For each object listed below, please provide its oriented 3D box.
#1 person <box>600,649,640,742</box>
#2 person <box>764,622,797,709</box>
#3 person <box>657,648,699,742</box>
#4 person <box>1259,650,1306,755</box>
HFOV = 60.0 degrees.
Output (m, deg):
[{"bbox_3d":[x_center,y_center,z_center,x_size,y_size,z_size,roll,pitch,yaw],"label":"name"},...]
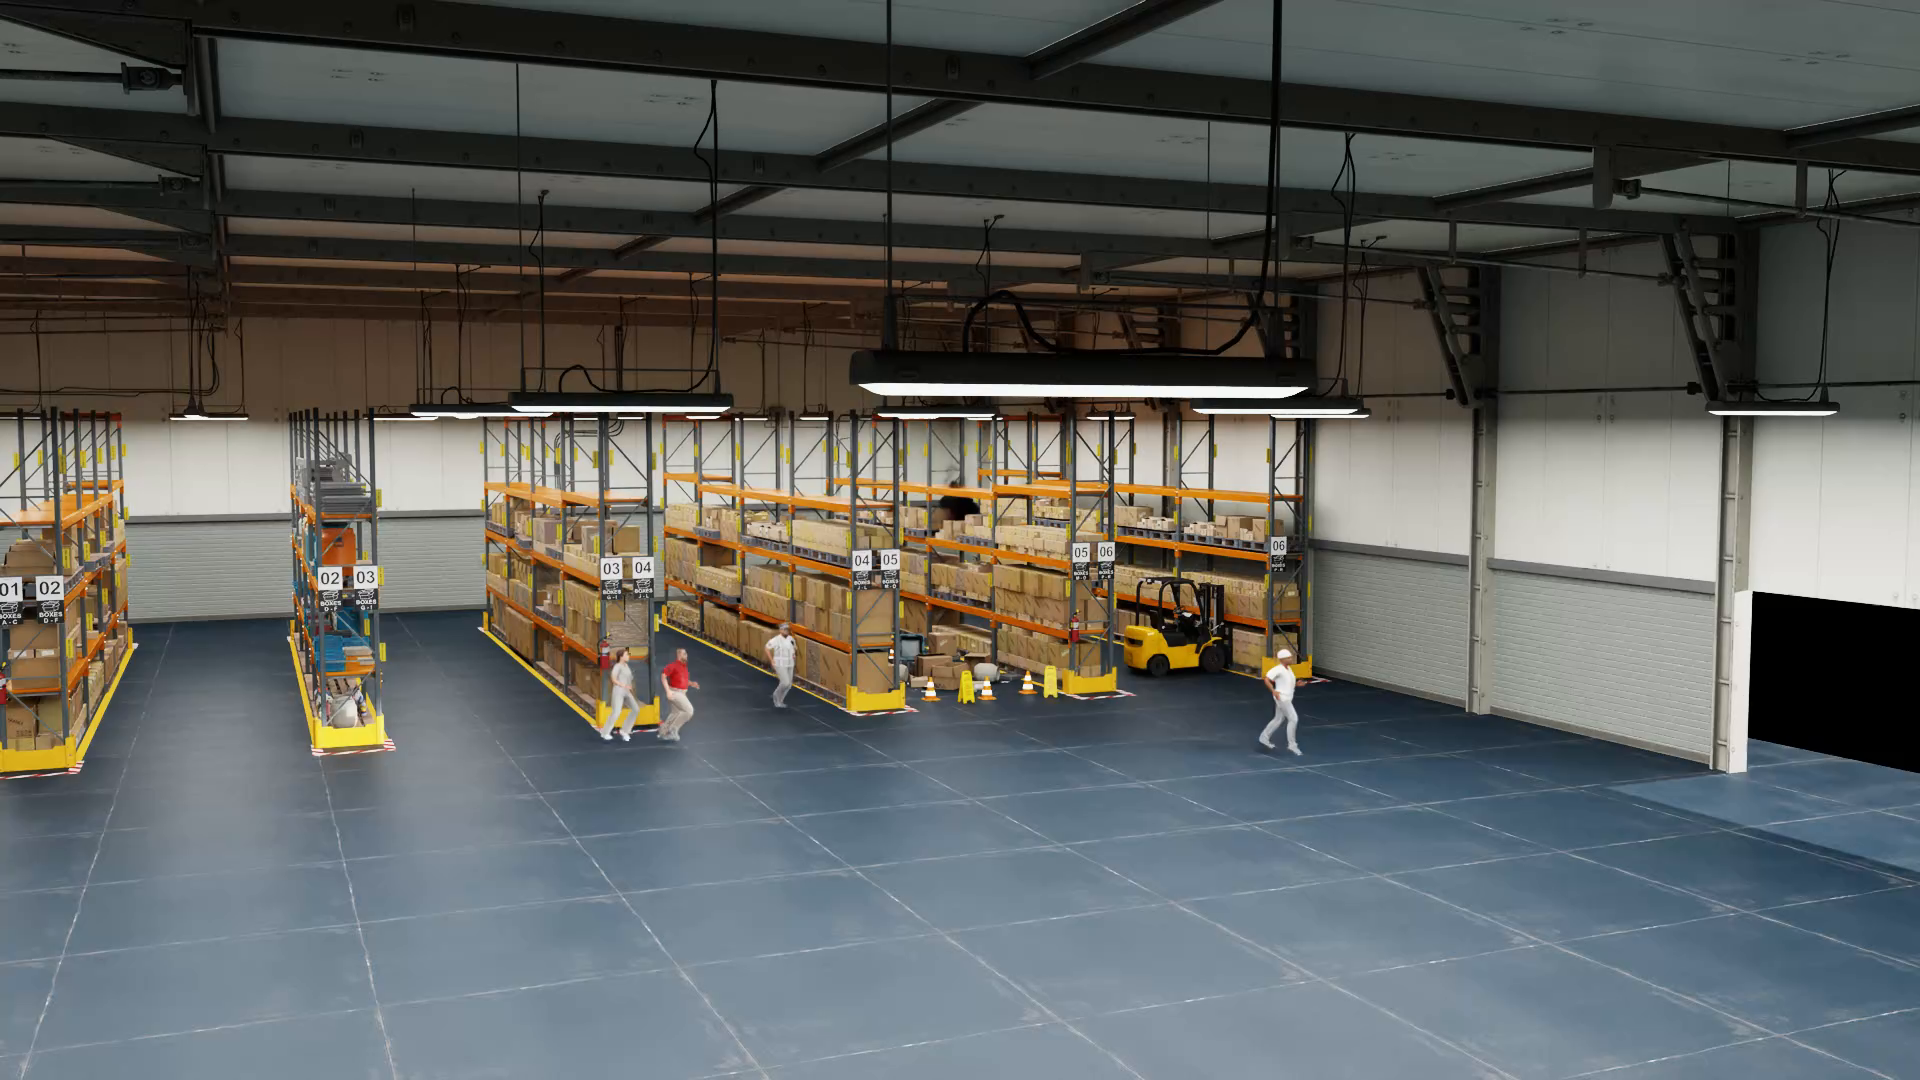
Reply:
[{"bbox_3d":[-6.116,2.796,30.066,0.677,1.663,0.617,2,4,22],"label":"person"},{"bbox_3d":[-3.505,2.508,33.309,0.639,1.741,0.628,-4,5,-42],"label":"person"},{"bbox_3d":[-5.072,2.783,29.929,0.771,1.673,0.576,0,4,5],"label":"person"},{"bbox_3d":[5.608,2.813,28.932,0.816,1.828,0.676,2,4,21],"label":"person"}]
